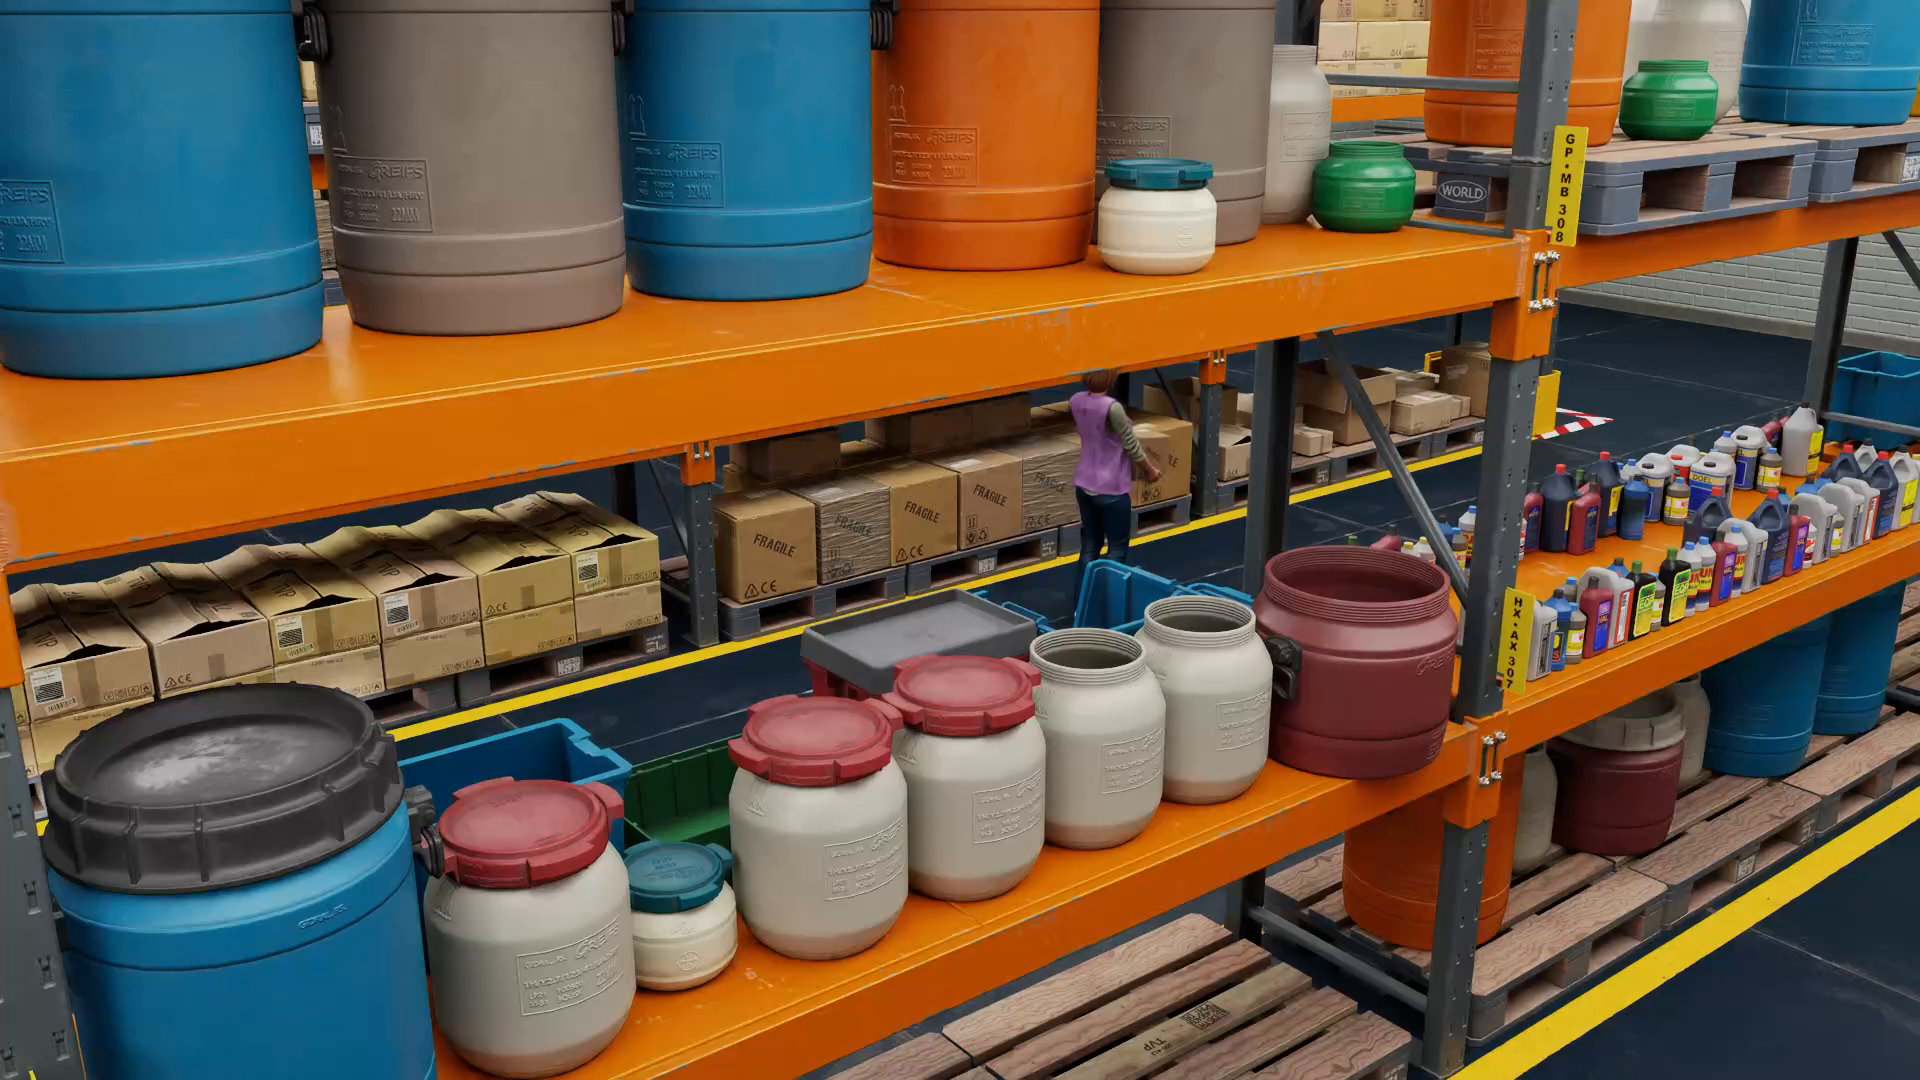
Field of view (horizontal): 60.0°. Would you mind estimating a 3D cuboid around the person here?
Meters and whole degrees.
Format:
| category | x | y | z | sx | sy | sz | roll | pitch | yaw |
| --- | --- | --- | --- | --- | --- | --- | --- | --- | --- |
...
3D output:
| category | x | y | z | sx | sy | sz | roll | pitch | yaw |
| --- | --- | --- | --- | --- | --- | --- | --- | --- | --- |
| person | 0.882 | -0.294 | 9.497 | 0.489 | 1.587 | 0.405 | -13 | 22 | -35 |
